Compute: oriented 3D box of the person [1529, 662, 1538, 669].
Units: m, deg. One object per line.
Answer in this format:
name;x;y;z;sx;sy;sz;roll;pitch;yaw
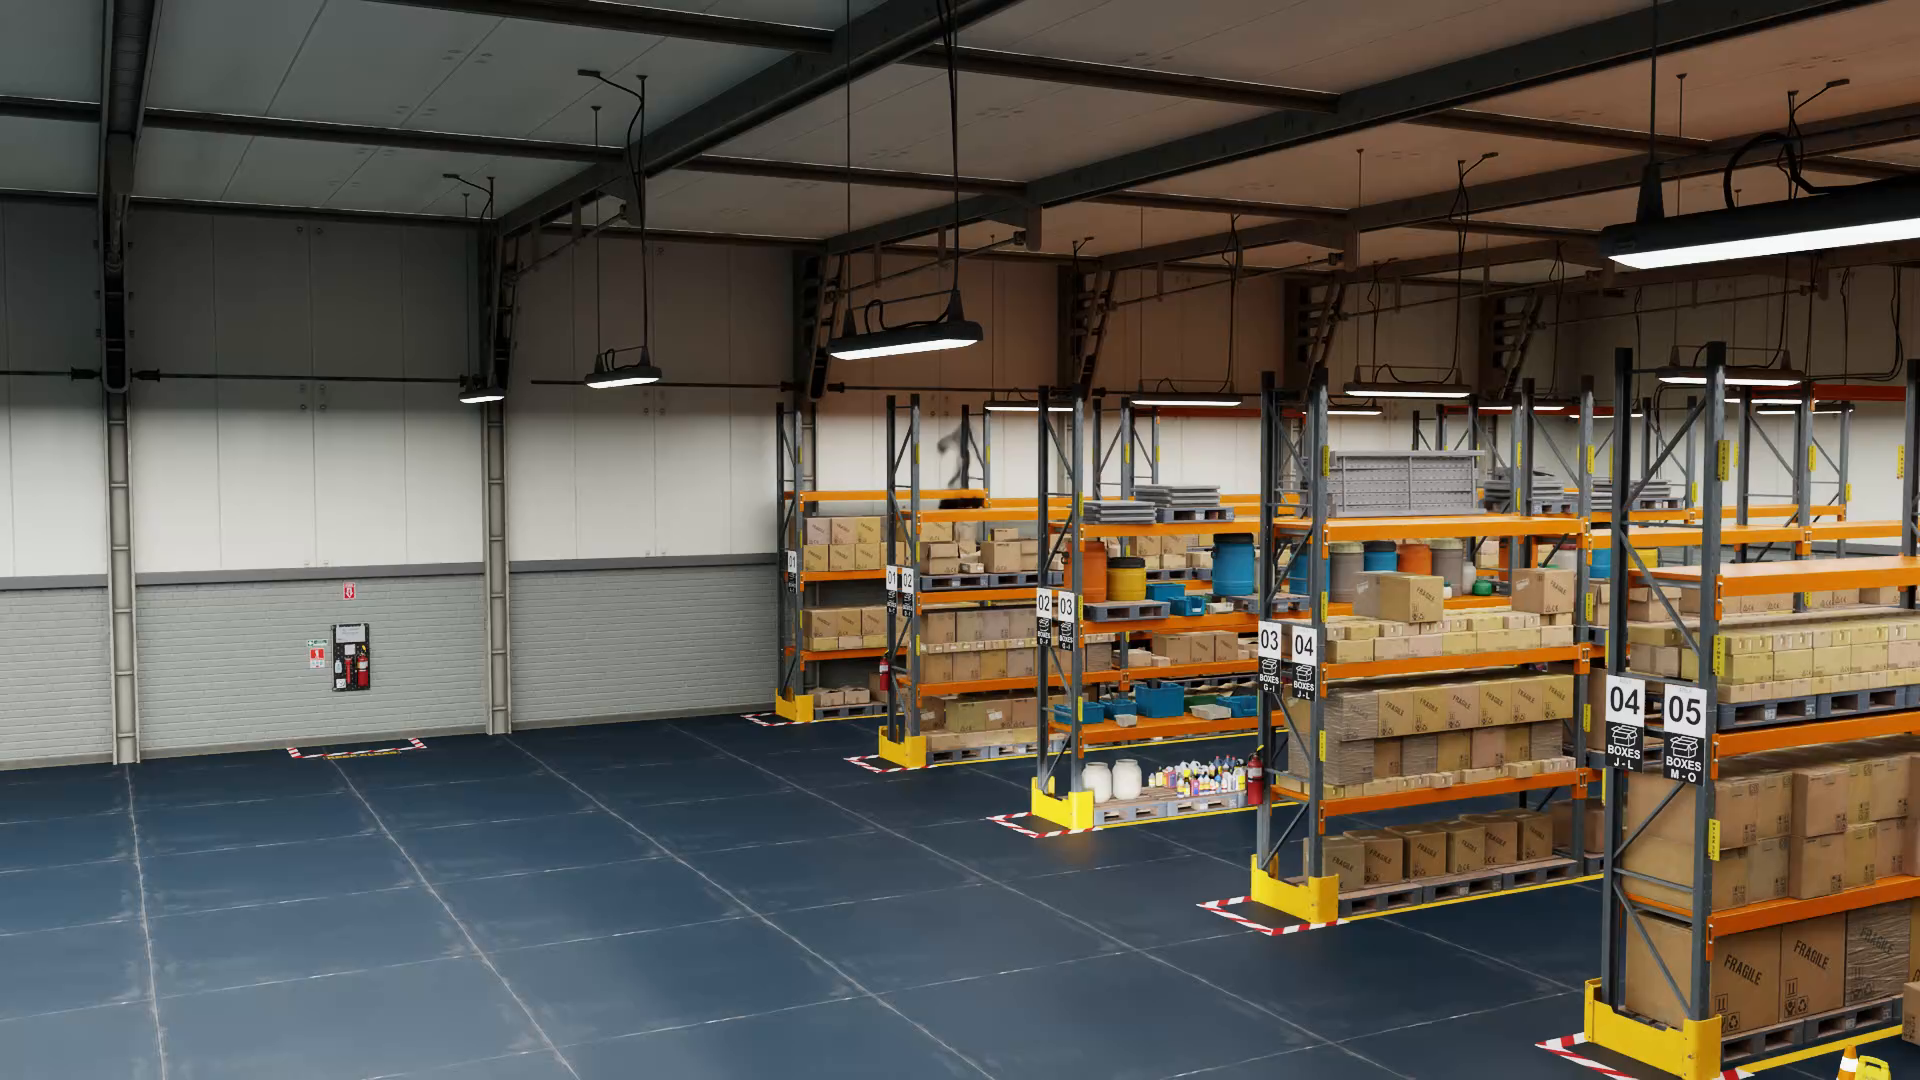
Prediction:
person;10.432;2.569;30.490;0.918;1.764;0.712;-3;4;-40
